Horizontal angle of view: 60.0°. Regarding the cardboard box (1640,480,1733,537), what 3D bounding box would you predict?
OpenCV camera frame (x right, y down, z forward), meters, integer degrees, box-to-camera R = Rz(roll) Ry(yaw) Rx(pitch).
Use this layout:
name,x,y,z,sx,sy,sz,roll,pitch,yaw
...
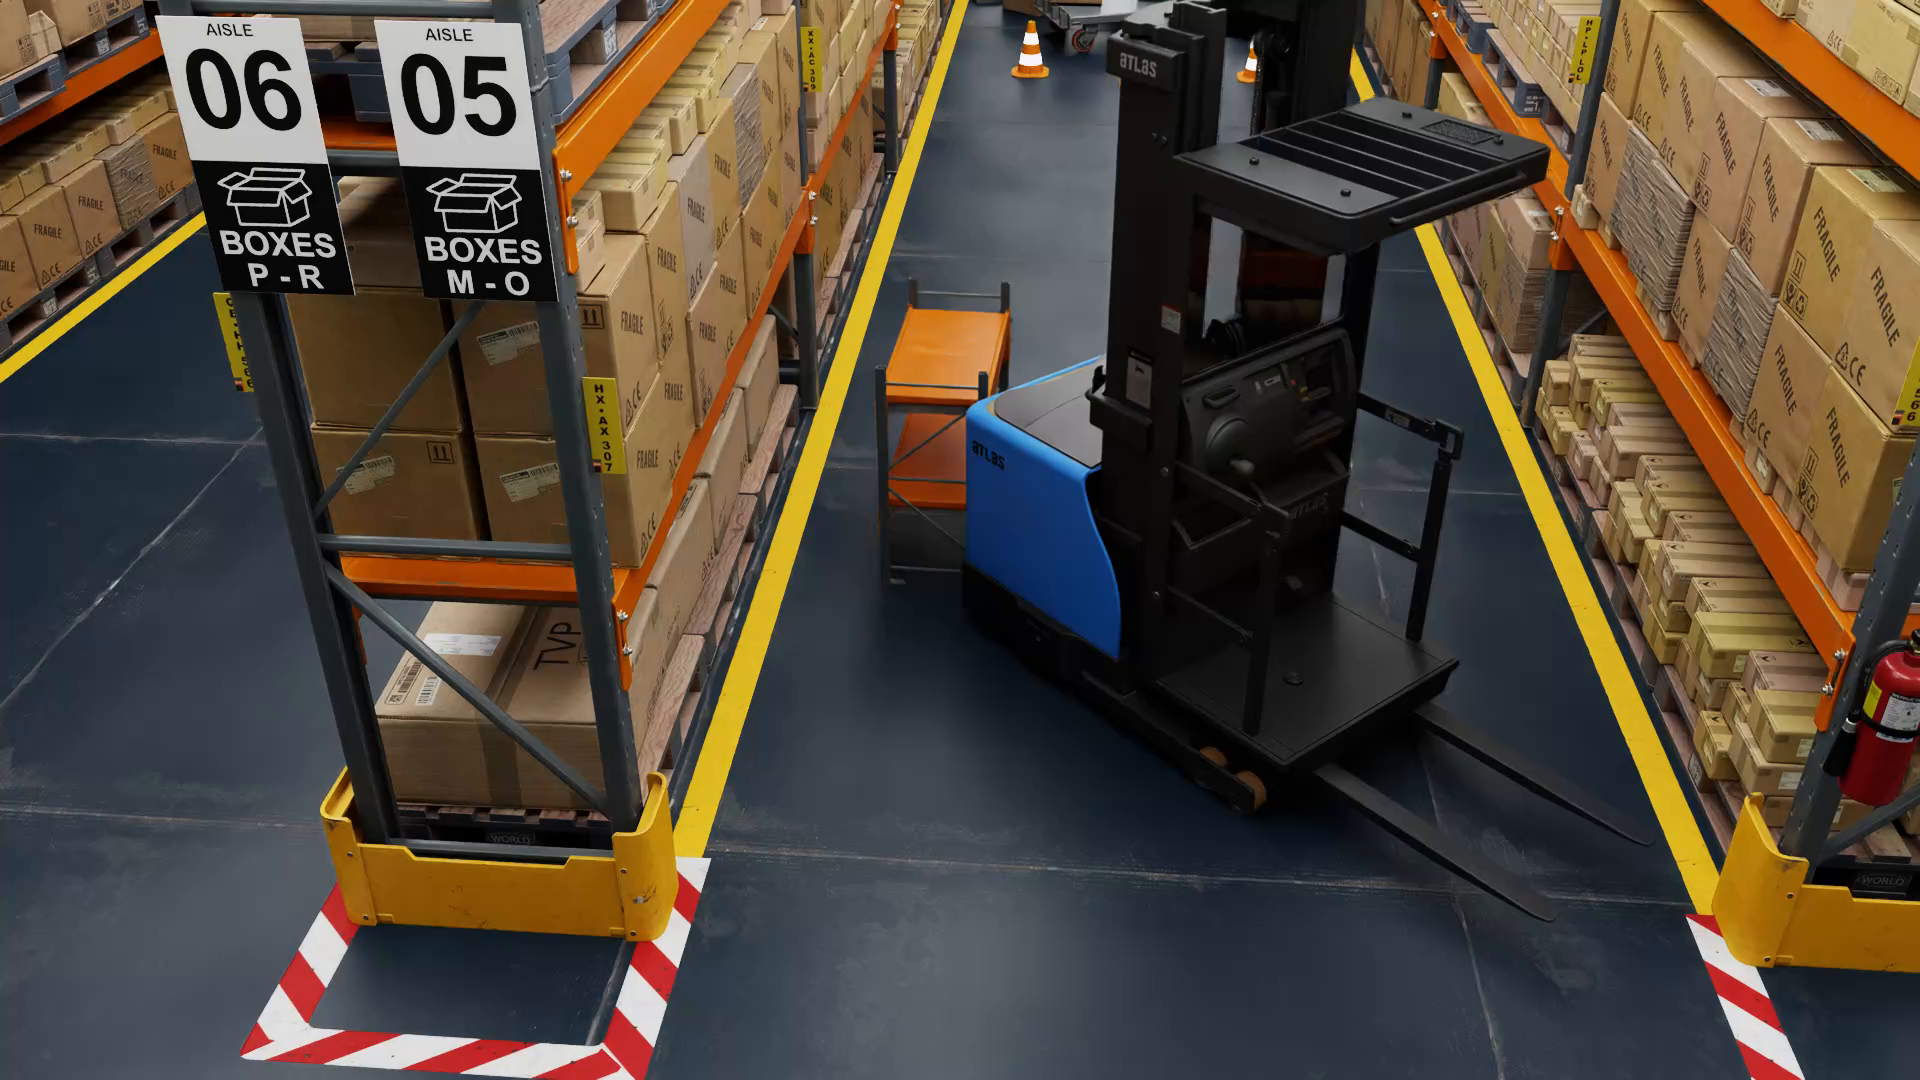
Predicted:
name,x,y,z,sx,sy,sz,roll,pitch,yaw
cardboard box,3.249,-0.133,7.357,0.380,0.149,0.250,3,32,4

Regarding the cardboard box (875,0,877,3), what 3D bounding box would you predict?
name,x,y,z,sx,sy,sz,roll,pitch,yaw
cardboard box,-0.804,-3.769,11.173,0.500,0.250,0.500,2,32,3

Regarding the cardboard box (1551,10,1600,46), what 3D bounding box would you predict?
name,x,y,z,sx,sy,sz,roll,pitch,yaw
cardboard box,3.539,-2.858,9.301,0.380,0.149,0.250,2,32,4

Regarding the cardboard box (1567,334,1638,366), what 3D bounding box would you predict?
name,x,y,z,sx,sy,sz,roll,pitch,yaw
cardboard box,3.401,-0.949,8.681,0.380,0.149,0.250,4,32,6

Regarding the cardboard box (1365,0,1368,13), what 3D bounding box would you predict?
name,x,y,z,sx,sy,sz,roll,pitch,yaw
cardboard box,4.408,-5.685,16.241,0.875,0.875,0.875,3,32,5

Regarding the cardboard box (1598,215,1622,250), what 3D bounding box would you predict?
name,x,y,z,sx,sy,sz,roll,pitch,yaw
cardboard box,3.340,-1.523,8.101,0.380,0.149,0.250,3,32,5

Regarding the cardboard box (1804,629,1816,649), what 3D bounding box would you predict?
name,x,y,z,sx,sy,sz,roll,pitch,yaw
cardboard box,3.234,0.402,6.773,0.380,0.149,0.250,2,32,3

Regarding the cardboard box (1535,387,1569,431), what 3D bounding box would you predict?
name,x,y,z,sx,sy,sz,roll,pitch,yaw
cardboard box,3.286,-0.691,8.829,0.380,0.149,0.250,1,32,2

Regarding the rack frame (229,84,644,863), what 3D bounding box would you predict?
name,x,y,z,sx,sy,sz,roll,pitch,yaw
rack frame,-1.632,0.031,5.341,1.000,3.000,0.127,2,32,4

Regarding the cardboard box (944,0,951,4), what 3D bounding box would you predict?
name,x,y,z,sx,sy,sz,roll,pitch,yaw
cardboard box,-0.337,-5.549,16.616,0.500,0.250,0.500,1,32,2

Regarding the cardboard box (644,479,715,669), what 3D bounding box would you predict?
name,x,y,z,sx,sy,sz,roll,pitch,yaw
cardboard box,-1.611,0.115,7.247,0.875,0.438,0.875,3,32,5

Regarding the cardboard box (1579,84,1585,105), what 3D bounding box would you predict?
name,x,y,z,sx,sy,sz,roll,pitch,yaw
cardboard box,3.472,-2.317,8.706,0.380,0.149,0.250,3,32,5

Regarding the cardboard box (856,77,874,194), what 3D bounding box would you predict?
name,x,y,z,sx,sy,sz,roll,pitch,yaw
cardboard box,-1.119,-3.069,11.996,0.875,0.875,0.875,2,32,4

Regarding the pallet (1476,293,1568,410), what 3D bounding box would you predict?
name,x,y,z,sx,sy,sz,roll,pitch,yaw
pallet,3.698,-1.122,9.870,1.003,0.211,1.213,2,32,4

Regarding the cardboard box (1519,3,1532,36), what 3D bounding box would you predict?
name,x,y,z,sx,sy,sz,roll,pitch,yaw
cardboard box,3.601,-3.133,10.031,0.380,0.149,0.250,4,32,6

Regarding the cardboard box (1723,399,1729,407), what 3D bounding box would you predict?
name,x,y,z,sx,sy,sz,roll,pitch,yaw
cardboard box,3.248,-0.556,6.532,0.380,0.149,0.250,1,32,2

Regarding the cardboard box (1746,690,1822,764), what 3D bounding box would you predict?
name,x,y,z,sx,sy,sz,roll,pitch,yaw
cardboard box,3.101,0.683,6.032,0.380,0.149,0.250,3,32,5

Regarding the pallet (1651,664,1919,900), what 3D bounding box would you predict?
name,x,y,z,sx,sy,sz,roll,pitch,yaw
pallet,3.418,0.914,6.566,1.003,0.211,1.213,2,32,4

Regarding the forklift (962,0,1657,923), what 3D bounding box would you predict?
name,x,y,z,sx,sy,sz,roll,pitch,yaw
forklift,1.328,-0.475,6.226,1.130,2.935,3.031,-23,38,-32

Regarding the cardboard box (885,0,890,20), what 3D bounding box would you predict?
name,x,y,z,sx,sy,sz,roll,pitch,yaw
cardboard box,-0.763,-3.813,11.721,0.500,0.250,0.500,1,32,2

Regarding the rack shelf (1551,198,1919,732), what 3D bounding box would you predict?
name,x,y,z,sx,sy,sz,roll,pitch,yaw
rack shelf,3.473,-0.550,6.969,1.077,0.370,4.000,2,32,4

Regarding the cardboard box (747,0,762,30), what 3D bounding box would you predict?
name,x,y,z,sx,sy,sz,roll,pitch,yaw
cardboard box,-1.143,-2.497,7.776,0.380,0.149,0.250,3,32,5

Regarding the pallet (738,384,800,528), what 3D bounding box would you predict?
name,x,y,z,sx,sy,sz,roll,pitch,yaw
pallet,-1.446,-0.479,8.827,1.003,0.211,1.213,2,32,4

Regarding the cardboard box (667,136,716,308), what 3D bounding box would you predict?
name,x,y,z,sx,sy,sz,roll,pitch,yaw
cardboard box,-1.239,-1.216,6.316,0.500,0.500,0.500,2,32,4

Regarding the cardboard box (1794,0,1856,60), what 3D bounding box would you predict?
name,x,y,z,sx,sy,sz,roll,pitch,yaw
cardboard box,3.172,-1.799,5.593,0.500,0.250,0.500,4,32,6

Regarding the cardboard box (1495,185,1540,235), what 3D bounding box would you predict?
name,x,y,z,sx,sy,sz,roll,pitch,yaw
cardboard box,3.500,-2.004,9.911,0.500,0.250,0.500,4,32,6

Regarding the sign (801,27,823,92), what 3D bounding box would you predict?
name,x,y,z,sx,sy,sz,roll,pitch,yaw
sign,-0.753,-2.440,8.450,0.100,0.325,0.005,2,32,4

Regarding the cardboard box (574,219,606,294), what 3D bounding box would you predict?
name,x,y,z,sx,sy,sz,roll,pitch,yaw
cardboard box,-1.327,-0.887,5.164,0.380,0.149,0.250,3,32,5

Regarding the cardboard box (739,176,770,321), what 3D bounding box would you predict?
name,x,y,z,sx,sy,sz,roll,pitch,yaw
cardboard box,-1.152,-1.317,7.433,0.500,0.500,0.500,2,32,3

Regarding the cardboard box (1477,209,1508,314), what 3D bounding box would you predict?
name,x,y,z,sx,sy,sz,roll,pitch,yaw
cardboard box,3.487,-1.683,10.104,0.500,0.500,0.500,2,32,3

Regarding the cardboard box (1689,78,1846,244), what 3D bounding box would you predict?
name,x,y,z,sx,sy,sz,roll,pitch,yaw
cardboard box,3.214,-1.469,6.443,0.500,0.500,0.500,1,32,2

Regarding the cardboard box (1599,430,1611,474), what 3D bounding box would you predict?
name,x,y,z,sx,sy,sz,roll,pitch,yaw
cardboard box,3.348,-0.412,8.093,0.380,0.149,0.250,1,32,1

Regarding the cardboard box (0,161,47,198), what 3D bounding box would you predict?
name,x,y,z,sx,sy,sz,roll,pitch,yaw
cardboard box,-5.995,-2.264,10.429,0.380,0.149,0.250,2,32,3

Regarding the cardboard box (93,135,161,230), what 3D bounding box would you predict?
name,x,y,z,sx,sy,sz,roll,pitch,yaw
cardboard box,-5.863,-2.439,11.331,0.500,0.500,0.500,1,32,2

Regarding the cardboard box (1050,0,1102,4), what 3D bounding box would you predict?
name,x,y,z,sx,sy,sz,roll,pitch,yaw
cardboard box,1.122,-5.442,15.882,0.500,0.500,0.500,2,32,4

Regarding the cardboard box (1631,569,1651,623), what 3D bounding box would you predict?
name,x,y,z,sx,sy,sz,roll,pitch,yaw
cardboard box,3.180,0.259,7.287,0.380,0.149,0.250,3,32,5

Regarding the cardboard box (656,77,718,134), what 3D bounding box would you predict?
name,x,y,z,sx,sy,sz,roll,pitch,yaw
cardboard box,-1.158,-1.696,6.477,0.380,0.149,0.250,2,32,3

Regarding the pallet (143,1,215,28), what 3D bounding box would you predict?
name,x,y,z,sx,sy,sz,roll,pitch,yaw
pallet,-5.913,-3.923,11.940,1.213,0.211,1.003,2,32,4

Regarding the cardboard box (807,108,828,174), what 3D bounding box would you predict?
name,x,y,z,sx,sy,sz,roll,pitch,yaw
cardboard box,-1.007,-2.216,9.129,0.500,0.250,0.500,2,32,3

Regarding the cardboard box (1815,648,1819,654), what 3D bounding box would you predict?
name,x,y,z,sx,sy,sz,roll,pitch,yaw
cardboard box,3.681,0.427,7.015,0.380,0.149,0.250,3,32,4

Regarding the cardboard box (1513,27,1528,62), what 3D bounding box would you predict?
name,x,y,z,sx,sy,sz,roll,pitch,yaw
cardboard box,3.595,-3.011,10.116,0.380,0.149,0.250,1,32,2

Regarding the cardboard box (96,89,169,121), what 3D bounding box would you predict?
name,x,y,z,sx,sy,sz,roll,pitch,yaw
cardboard box,-5.839,-3.068,11.733,0.380,0.149,0.250,3,32,5

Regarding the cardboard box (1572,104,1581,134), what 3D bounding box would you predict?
name,x,y,z,sx,sy,sz,roll,pitch,yaw
cardboard box,3.471,-2.190,8.784,0.380,0.149,0.250,2,32,3

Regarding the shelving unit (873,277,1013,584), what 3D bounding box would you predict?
name,x,y,z,sx,sy,sz,roll,pitch,yaw
shelving unit,-0.064,-0.534,8.045,0.538,1.125,1.048,4,32,6

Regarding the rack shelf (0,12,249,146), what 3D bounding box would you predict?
name,x,y,z,sx,sy,sz,roll,pitch,yaw
rack shelf,-6.091,-3.010,10.961,1.077,0.370,4.000,2,32,4

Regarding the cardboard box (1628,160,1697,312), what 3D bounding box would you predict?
name,x,y,z,sx,sy,sz,roll,pitch,yaw
cardboard box,3.234,-1.302,7.125,0.500,0.500,0.500,2,32,3

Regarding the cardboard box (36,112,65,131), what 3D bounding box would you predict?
name,x,y,z,sx,sy,sz,roll,pitch,yaw
cardboard box,-6.333,-2.815,11.323,0.380,0.149,0.250,3,32,4

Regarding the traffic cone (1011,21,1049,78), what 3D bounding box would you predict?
name,x,y,z,sx,sy,sz,roll,pitch,yaw
traffic cone,0.640,-4.456,15.039,0.336,0.463,0.334,2,32,4

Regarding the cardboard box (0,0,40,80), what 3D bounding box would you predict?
name,x,y,z,sx,sy,sz,roll,pitch,yaw
cardboard box,-5.949,-3.006,9.774,0.700,0.500,0.500,3,32,5
